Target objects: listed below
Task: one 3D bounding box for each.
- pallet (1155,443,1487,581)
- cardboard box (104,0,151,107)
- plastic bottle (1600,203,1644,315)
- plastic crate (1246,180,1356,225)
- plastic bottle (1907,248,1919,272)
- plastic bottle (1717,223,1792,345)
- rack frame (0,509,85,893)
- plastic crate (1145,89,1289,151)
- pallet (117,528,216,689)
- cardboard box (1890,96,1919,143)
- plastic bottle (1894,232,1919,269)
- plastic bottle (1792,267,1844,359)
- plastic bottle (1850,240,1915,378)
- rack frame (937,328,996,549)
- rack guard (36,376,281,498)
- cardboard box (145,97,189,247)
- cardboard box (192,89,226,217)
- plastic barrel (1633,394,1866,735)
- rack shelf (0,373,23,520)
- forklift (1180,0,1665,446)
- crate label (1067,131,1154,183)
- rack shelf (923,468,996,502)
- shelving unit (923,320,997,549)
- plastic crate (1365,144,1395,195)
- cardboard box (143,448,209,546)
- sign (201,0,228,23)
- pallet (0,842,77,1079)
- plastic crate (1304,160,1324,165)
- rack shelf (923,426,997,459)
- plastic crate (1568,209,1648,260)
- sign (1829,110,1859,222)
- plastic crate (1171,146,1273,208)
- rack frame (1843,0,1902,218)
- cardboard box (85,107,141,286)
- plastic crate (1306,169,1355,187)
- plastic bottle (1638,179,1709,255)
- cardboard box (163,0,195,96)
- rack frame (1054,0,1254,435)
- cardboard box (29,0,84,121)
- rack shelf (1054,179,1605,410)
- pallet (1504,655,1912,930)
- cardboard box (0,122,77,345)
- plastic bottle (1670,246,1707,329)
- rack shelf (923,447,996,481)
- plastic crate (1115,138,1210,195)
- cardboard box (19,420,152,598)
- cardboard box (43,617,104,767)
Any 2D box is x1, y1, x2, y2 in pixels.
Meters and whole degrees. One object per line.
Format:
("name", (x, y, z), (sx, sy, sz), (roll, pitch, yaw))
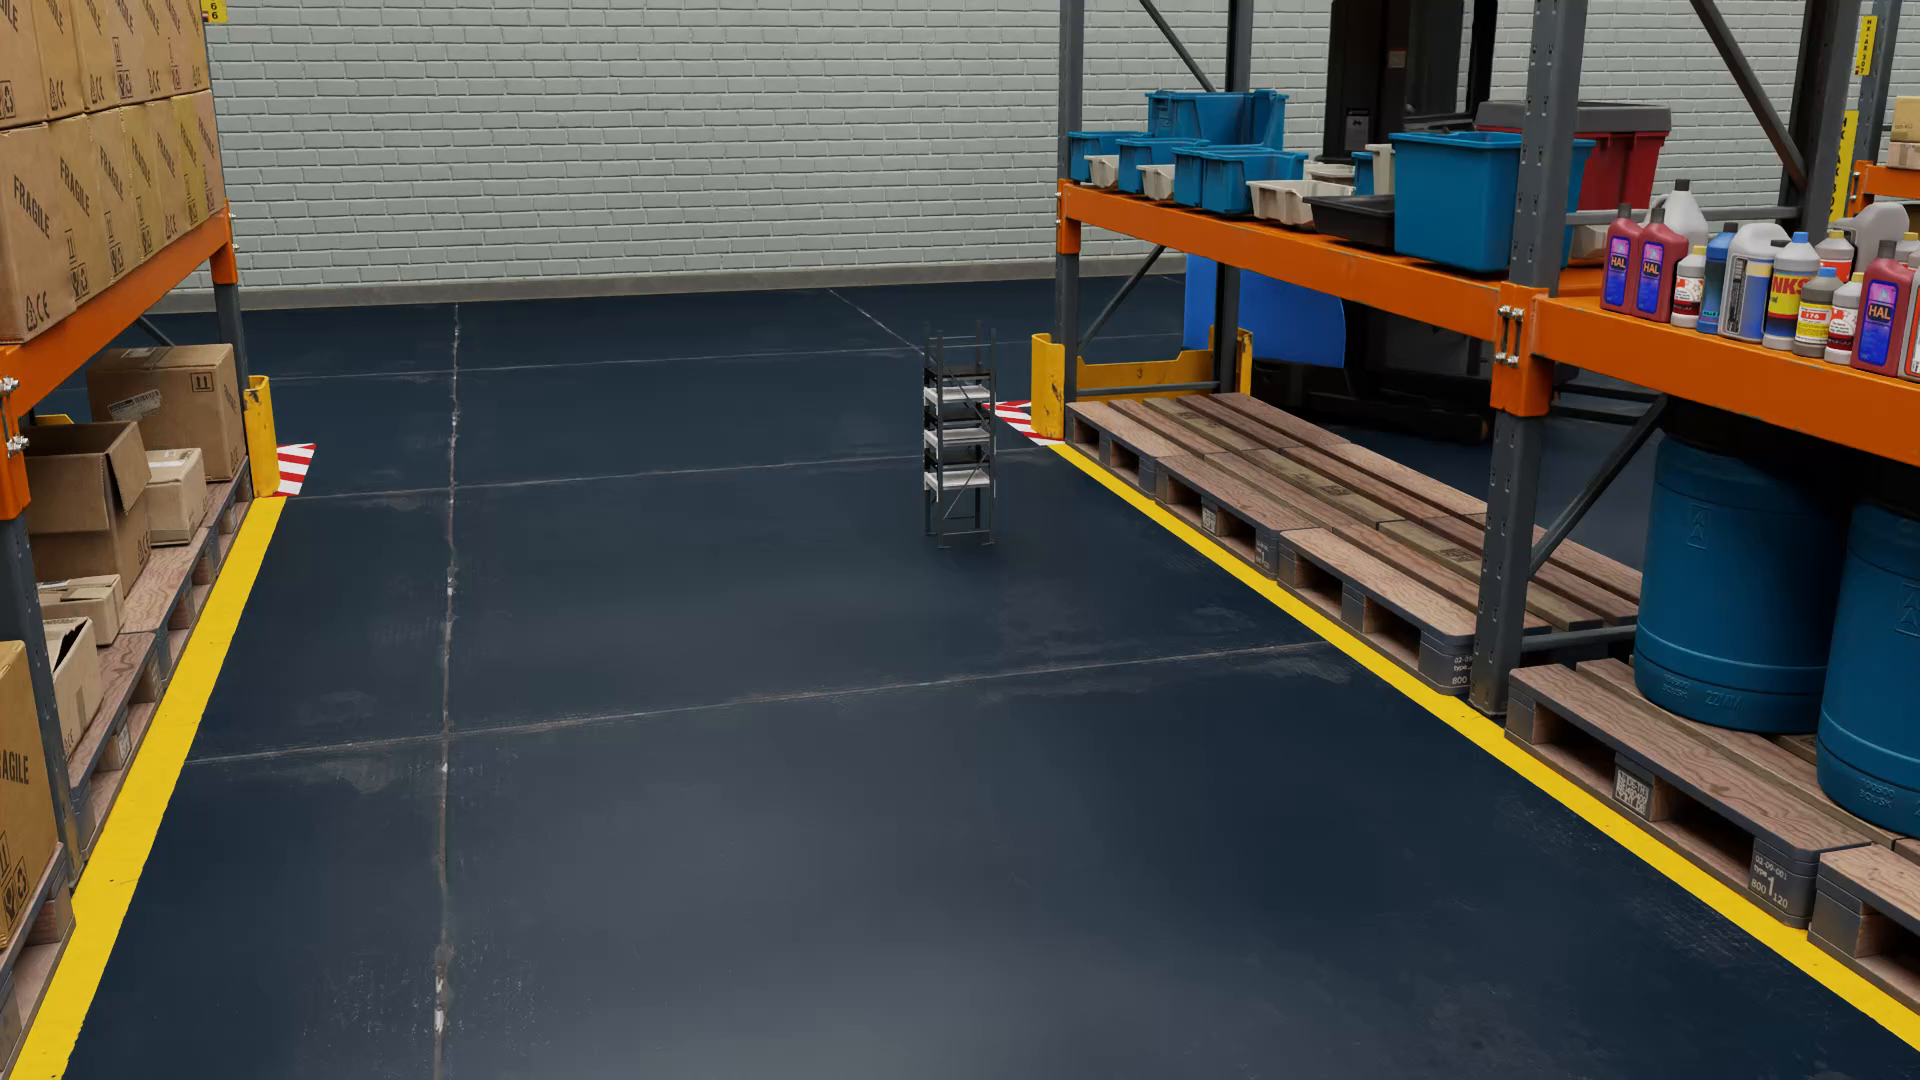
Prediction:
("pallet", (1.515, -0.145, 7.067), (1.003, 0.211, 1.213), (-5, 17, -15))
("cardboard box", (-2.955, -1.658, 5.347), (0.500, 0.500, 0.500), (-4, 17, -14))
("plastic bottle", (1.784, -0.751, 4.440), (0.061, 0.283, 0.133), (-5, 17, -15))
("plastic crate", (1.326, -1.302, 6.427), (0.293, 0.136, 0.466), (-5, 17, -15))
("plastic bottle", (2.549, -0.692, 4.386), (0.097, 0.201, 0.097), (0, 17, 0))
("plastic bottle", (1.955, -0.623, 4.028), (0.152, 0.276, 0.135), (-5, 17, -15))
("rack frame", (-2.670, -0.551, 3.573), (1.000, 3.000, 0.127), (-5, 17, -15))
("plastic crate", (1.266, -2.016, 8.284), (0.616, 0.435, 0.499), (-5, 17, -15))
("pallet", (-3.197, 0.256, 5.732), (1.003, 0.211, 1.213), (-5, 17, -15))
("cardboard box", (5.629, -2.356, 9.326), (0.500, 0.250, 0.500), (-5, 17, -17))
("plastic bottle", (2.571, -0.733, 4.524), (0.097, 0.201, 0.097), (0, 17, 0))
("plastic bottle", (1.987, -0.526, 3.835), (0.097, 0.201, 0.097), (0, 17, 0))
("plastic bottle", (2.028, -0.505, 3.622), (0.061, 0.283, 0.133), (-5, 17, -15))
("rack frame", (0.026, -0.405, 6.736), (0.240, 0.900, 0.006), (-5, 17, -15))
("rack guard", (-3.749, -0.439, 7.546), (1.175, 0.500, 0.348), (-5, 17, -15))
("cardboard box", (-3.107, -1.321, 5.964), (0.500, 0.500, 0.500), (-5, 17, -15))
("cardboard box", (-3.385, -1.603, 6.901), (0.500, 0.500, 0.500), (-4, 17, -14))
("plastic barrel", (2.227, 0.014, 4.609), (0.600, 0.901, 0.708), (-5, 17, -15))
("rack shelf", (-2.120, 0.347, 1.835), (1.077, 0.370, 4.000), (-5, 17, -15))
("forklift", (2.734, -2.060, 8.715), (3.031, 2.935, 1.130), (13, 21, 37))
("crate label", (0.746, -1.902, 8.258), (0.416, 0.233, 0.303), (-5, 17, -15))
("rack shelf", (-0.002, -0.229, 6.891), (0.258, 0.077, 0.200), (-5, 17, -15))
("shelving unit", (-0.002, -0.433, 6.830), (0.258, 0.900, 0.210), (-5, 17, -15))
("plastic crate", (1.851, -1.351, 6.336), (0.437, 0.282, 0.530), (-5, 17, -15))
("cardboard box", (-3.151, -0.155, 6.270), (0.500, 0.250, 0.500), (-5, 17, -15))
("sign", (-3.230, -2.402, 7.172), (0.100, 0.325, 0.005), (-5, 17, -15))
("pallet", (-2.410, 1.006, 3.235), (1.003, 0.211, 1.213), (-5, 17, -15))
("plastic crate", (1.458, -1.658, 7.612), (0.396, 0.136, 0.243), (-5, 17, -15))
("rack shelf", (-0.002, -0.401, 6.840), (0.258, 0.077, 0.200), (-5, 17, -15))
("plastic crate", (2.103, -0.984, 5.369), (0.396, 0.136, 0.243), (-5, 17, -15))
("sign", (2.623, -1.117, 4.976), (0.100, 0.325, 0.005), (-5, 17, -15))
("plastic crate", (1.107, -1.538, 7.046), (0.416, 0.233, 0.300), (-5, 17, -15))
("rack frame", (5.757, -2.440, 9.860), (1.000, 3.000, 0.127), (-5, 17, -15))
("cardboard box", (-2.827, -1.042, 5.032), (0.500, 0.500, 0.500), (-5, 17, -16))
("plastic crate", (1.657, -1.503, 7.094), (0.298, 0.136, 0.250), (-5, 17, -15))
("plastic bottle", (1.890, -0.784, 4.434), (0.144, 0.351, 0.185), (-5, 17, -15))
("cardboard box", (-3.243, -1.943, 6.296), (0.500, 0.500, 0.500), (-4, 17, -14))
("rack frame", (0.994, -2.048, 8.557), (1.000, 3.000, 0.127), (-5, 17, -15))
("cardboard box", (-2.671, -1.373, 4.398), (0.500, 0.500, 0.500), (-5, 18, -17))
("rack shelf", (1.544, -1.150, 6.818), (1.077, 0.370, 4.000), (-5, 17, -15))
("pallet", (2.266, 0.610, 4.553), (1.003, 0.211, 1.213), (-5, 17, -15))
("cardboard box", (-2.548, -0.762, 4.100), (0.500, 0.500, 0.500), (-4, 17, -14))
("plastic bottle", (1.870, -0.644, 4.228), (0.097, 0.201, 0.097), (0, 17, 0))
("rack shelf", (-0.002, -0.315, 6.866), (0.258, 0.077, 0.200), (-5, 17, -15))
("plastic crate", (0.926, -1.720, 7.652), (0.416, 0.233, 0.300), (-5, 17, -15))
("cardboard box", (-3.191, -0.086, 5.597), (0.797, 0.503, 0.637), (-5, 17, -15))
("cardboard box", (-2.577, 0.393, 4.340), (0.500, 0.311, 0.500), (-5, 17, -15))
